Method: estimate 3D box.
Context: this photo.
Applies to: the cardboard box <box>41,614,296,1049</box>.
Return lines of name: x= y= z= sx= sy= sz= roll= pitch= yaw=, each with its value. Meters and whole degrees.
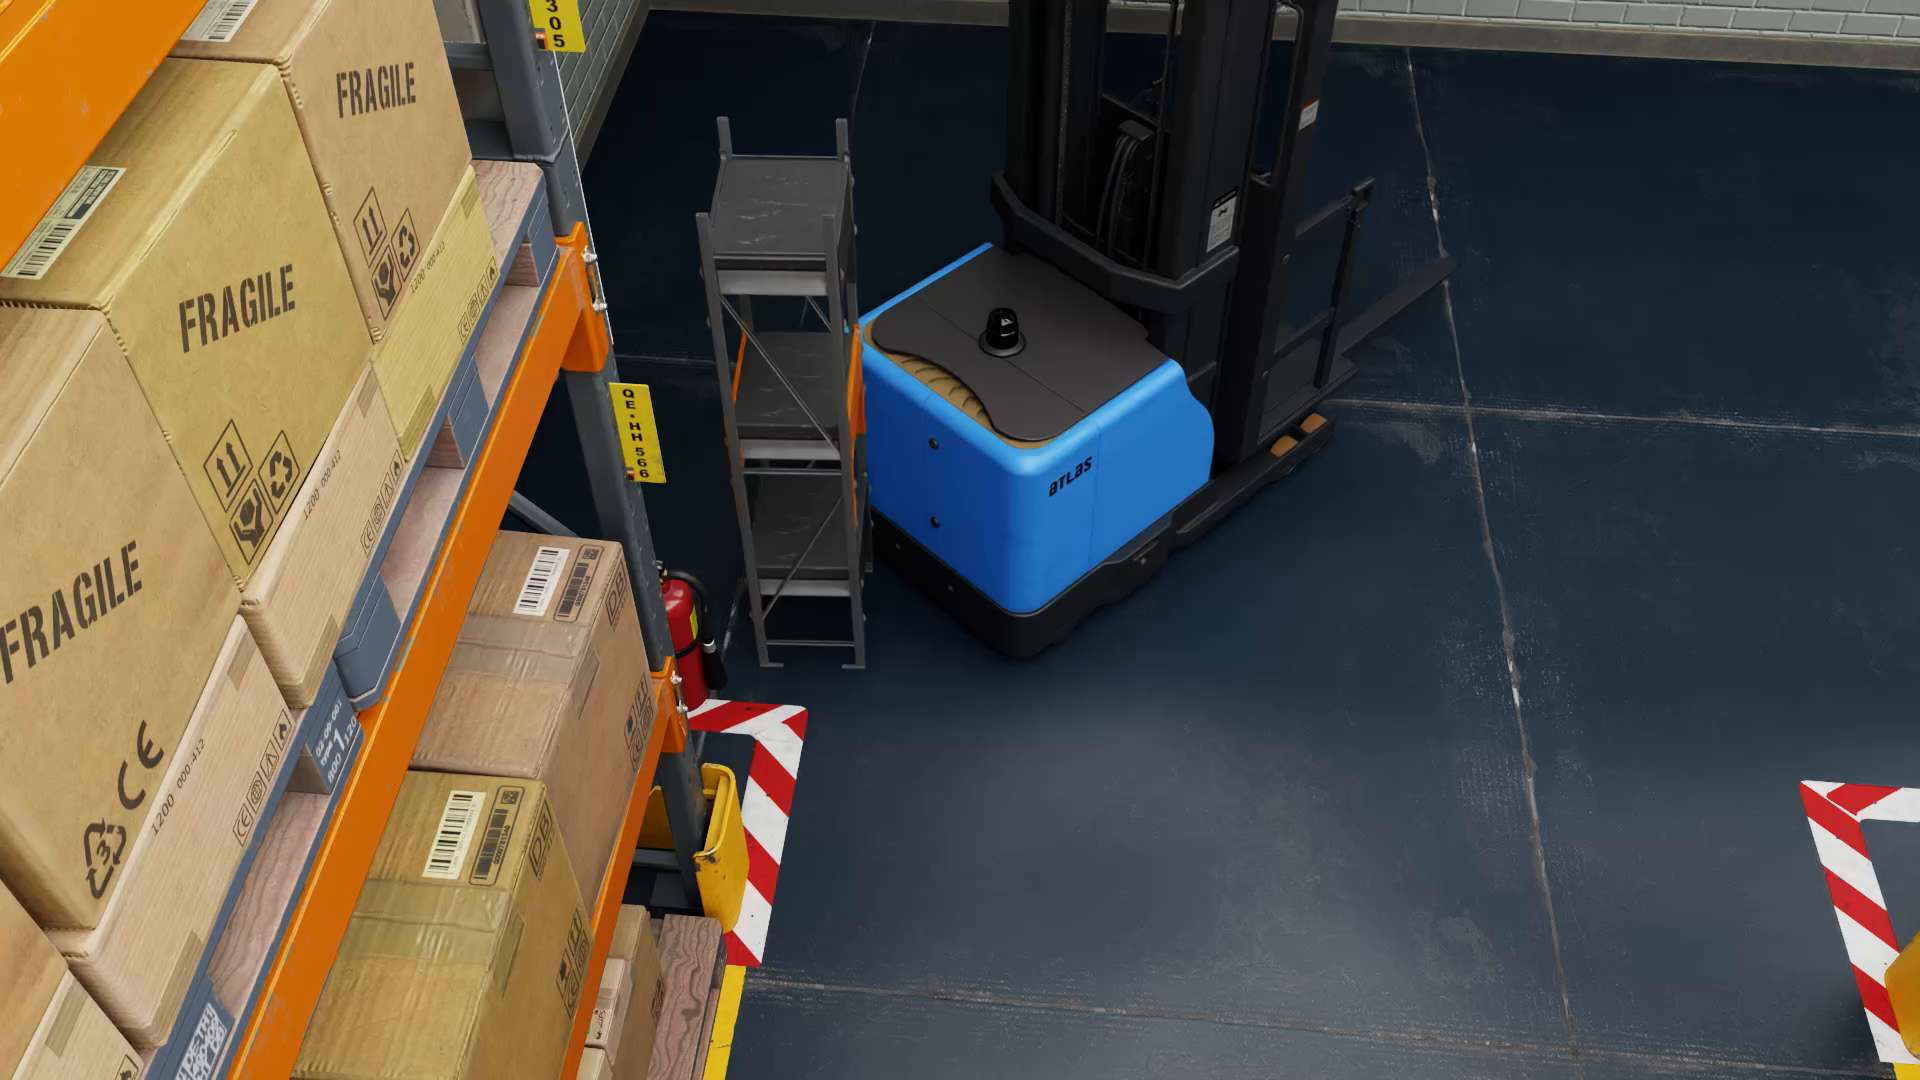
cardboard box: x=-1.214 y=0.352 z=2.138 sx=0.500 sy=0.250 sz=0.500 roll=3 pitch=48 yaw=2

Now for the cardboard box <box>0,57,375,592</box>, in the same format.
cardboard box: x=-1.174 y=-0.300 z=2.225 sx=0.500 sy=0.500 sz=0.500 roll=5 pitch=48 yaw=5

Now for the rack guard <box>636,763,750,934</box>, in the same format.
rack guard: x=-1.320 y=0.994 z=5.528 sx=1.175 sy=0.500 sz=0.348 roll=4 pitch=48 yaw=4

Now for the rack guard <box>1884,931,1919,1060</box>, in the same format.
rack guard: x=3.604 y=1.397 z=5.159 sx=1.175 sy=0.500 sz=0.348 roll=4 pitch=48 yaw=4

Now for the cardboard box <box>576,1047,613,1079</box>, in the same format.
cardboard box: x=-1.140 y=1.466 z=4.372 sx=0.380 sy=0.149 sz=0.250 roll=5 pitch=48 yaw=5

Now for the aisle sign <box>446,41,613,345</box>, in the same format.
aisle sign: x=-1.017 y=-0.743 z=3.661 sx=0.394 sy=0.787 sz=0.004 roll=4 pitch=48 yaw=4

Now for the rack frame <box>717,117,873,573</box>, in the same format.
rack frame: x=-0.548 y=-0.585 z=5.888 sx=0.400 sy=2.100 sz=0.015 roll=1 pitch=48 yaw=1

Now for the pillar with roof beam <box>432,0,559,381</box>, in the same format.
pillar with roof beam: x=2.349 y=-3.610 z=3.979 sx=9.100 sy=9.000 sz=0.400 roll=4 pitch=48 yaw=4

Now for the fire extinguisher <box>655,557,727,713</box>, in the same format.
fire extinguisher: x=-0.849 y=0.240 z=4.829 sx=0.296 sy=0.674 sz=0.183 roll=4 pitch=48 yaw=4

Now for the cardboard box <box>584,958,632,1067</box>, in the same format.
cardboard box: x=-1.117 y=1.278 z=4.544 sx=0.380 sy=0.149 sz=0.250 roll=3 pitch=48 yaw=3

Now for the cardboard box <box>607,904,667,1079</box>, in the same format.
cardboard box: x=-1.287 y=1.391 z=4.881 sx=0.700 sy=0.500 sz=0.500 roll=4 pitch=48 yaw=4

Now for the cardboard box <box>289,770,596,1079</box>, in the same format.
cardboard box: x=-1.414 y=0.977 z=3.646 sx=0.980 sy=0.700 sz=0.700 roll=4 pitch=48 yaw=3

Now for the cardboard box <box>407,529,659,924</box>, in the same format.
cardboard box: x=-1.359 y=0.442 z=4.136 sx=0.980 sy=0.700 sz=0.700 roll=6 pitch=48 yaw=5

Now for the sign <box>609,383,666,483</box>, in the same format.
sign: x=-0.784 y=-0.256 z=4.033 sx=0.100 sy=0.325 sz=0.005 roll=4 pitch=48 yaw=4

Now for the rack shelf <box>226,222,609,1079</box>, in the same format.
rack shelf: x=-1.505 y=0.868 z=2.404 sx=1.077 sy=0.370 sz=4.000 roll=4 pitch=48 yaw=4

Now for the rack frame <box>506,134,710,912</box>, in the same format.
rack frame: x=-1.323 y=0.168 z=4.590 sx=1.000 sy=3.000 sz=0.127 roll=4 pitch=48 yaw=4

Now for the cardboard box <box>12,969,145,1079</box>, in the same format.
cardboard box: x=-1.262 y=0.729 z=1.793 sx=0.500 sy=0.250 sz=0.500 roll=3 pitch=48 yaw=2

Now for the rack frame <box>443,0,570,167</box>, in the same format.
rack frame: x=-1.323 y=-1.857 z=2.376 sx=1.000 sy=3.000 sz=0.127 roll=4 pitch=48 yaw=4

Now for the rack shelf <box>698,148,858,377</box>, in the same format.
rack shelf: x=-0.554 y=-0.868 z=5.217 sx=0.431 sy=0.518 sz=0.480 roll=1 pitch=48 yaw=1

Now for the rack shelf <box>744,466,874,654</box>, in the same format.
rack shelf: x=-0.554 y=0.077 z=6.250 sx=0.431 sy=0.518 sz=0.480 roll=1 pitch=48 yaw=1

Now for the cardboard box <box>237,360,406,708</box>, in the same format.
cardboard box: x=-1.171 y=-0.031 z=2.488 sx=0.500 sy=0.250 sz=0.500 roll=2 pitch=48 yaw=2

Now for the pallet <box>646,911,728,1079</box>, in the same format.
pallet: x=-1.318 y=1.702 z=5.077 sx=1.003 sy=0.211 sz=1.213 roll=4 pitch=48 yaw=4

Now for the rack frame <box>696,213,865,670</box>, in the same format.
rack frame: x=-0.561 y=-0.225 z=5.559 sx=0.400 sy=2.100 sz=0.015 roll=1 pitch=48 yaw=1

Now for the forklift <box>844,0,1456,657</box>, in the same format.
forklift: x=0.957 y=-1.516 z=6.176 sx=3.031 sy=2.935 sz=1.130 roll=-35 pitch=57 yaw=-28

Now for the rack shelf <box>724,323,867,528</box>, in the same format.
rack shelf: x=-0.554 y=-0.396 z=5.733 sx=0.431 sy=0.518 sz=0.480 roll=1 pitch=48 yaw=1

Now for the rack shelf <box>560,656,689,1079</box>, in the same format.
rack shelf: x=-1.505 y=1.880 z=3.511 sx=1.077 sy=0.370 sz=4.000 roll=4 pitch=48 yaw=4

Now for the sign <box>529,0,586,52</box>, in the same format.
sign: x=-0.784 y=-1.070 z=3.143 sx=0.100 sy=0.325 sz=0.005 roll=4 pitch=48 yaw=4

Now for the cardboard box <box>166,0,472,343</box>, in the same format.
cardboard box: x=-1.118 y=-0.667 z=2.561 sx=0.500 sy=0.500 sz=0.500 roll=4 pitch=48 yaw=3

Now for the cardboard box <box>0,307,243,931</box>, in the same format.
cardboard box: x=-1.213 y=0.084 z=1.874 sx=0.500 sy=0.500 sz=0.500 roll=2 pitch=48 yaw=2

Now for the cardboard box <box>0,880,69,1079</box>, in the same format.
cardboard box: x=-1.263 y=0.470 z=1.522 sx=0.500 sy=0.500 sz=0.500 roll=4 pitch=48 yaw=4

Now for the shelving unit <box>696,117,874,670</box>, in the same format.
shelving unit: x=-0.554 y=-0.405 z=5.723 sx=0.431 sy=2.100 sz=0.503 roll=1 pitch=48 yaw=1

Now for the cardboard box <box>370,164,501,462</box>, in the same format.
cardboard box: x=-1.125 y=-0.414 z=2.838 sx=0.500 sy=0.250 sz=0.500 roll=5 pitch=48 yaw=5

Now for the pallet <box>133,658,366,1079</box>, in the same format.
pallet: x=-1.488 y=0.630 z=2.194 sx=1.003 sy=0.211 sz=1.213 roll=4 pitch=48 yaw=4

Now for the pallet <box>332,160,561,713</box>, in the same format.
pallet: x=-1.380 y=-0.269 z=3.017 sx=1.003 sy=0.211 sz=1.213 roll=4 pitch=48 yaw=4
